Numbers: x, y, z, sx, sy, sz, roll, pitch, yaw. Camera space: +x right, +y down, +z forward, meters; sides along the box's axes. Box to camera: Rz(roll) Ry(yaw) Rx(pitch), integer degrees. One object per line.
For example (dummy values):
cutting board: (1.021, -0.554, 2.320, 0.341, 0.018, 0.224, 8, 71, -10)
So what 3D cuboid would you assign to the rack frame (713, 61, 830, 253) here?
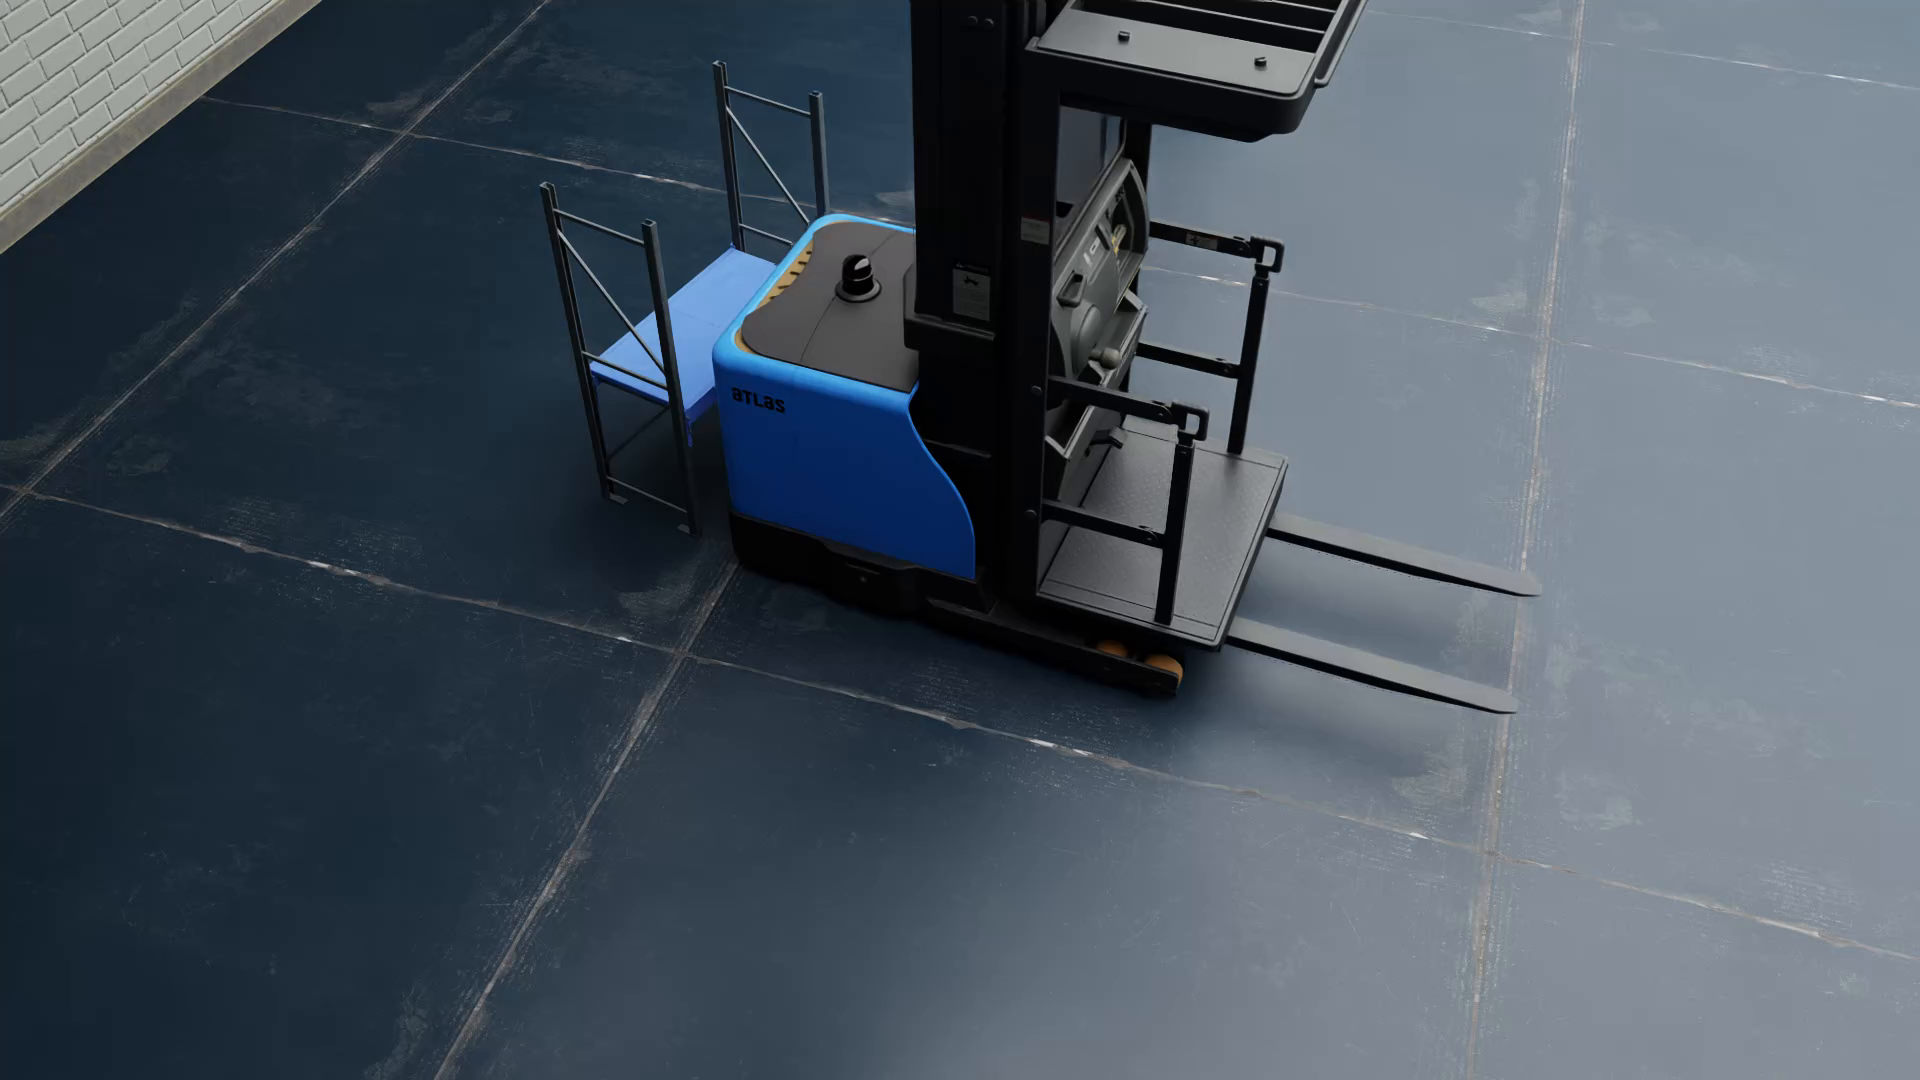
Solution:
rack frame: (-0.748, -1.249, 6.954, 0.500, 1.500, 0.032, 23, 49, 21)

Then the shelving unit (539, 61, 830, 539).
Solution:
shelving unit: (-1.008, -0.944, 6.642, 0.538, 1.500, 1.048, 23, 49, 21)

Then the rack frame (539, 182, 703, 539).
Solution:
rack frame: (-1.268, -0.638, 6.330, 0.500, 1.500, 0.032, 23, 49, 21)

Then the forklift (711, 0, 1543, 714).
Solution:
forklift: (0.662, -0.891, 5.565, 3.031, 2.935, 1.130, 16, 46, 15)

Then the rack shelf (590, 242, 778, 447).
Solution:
rack shelf: (-1.008, -0.815, 6.768, 0.538, 0.185, 1.000, 23, 49, 21)
